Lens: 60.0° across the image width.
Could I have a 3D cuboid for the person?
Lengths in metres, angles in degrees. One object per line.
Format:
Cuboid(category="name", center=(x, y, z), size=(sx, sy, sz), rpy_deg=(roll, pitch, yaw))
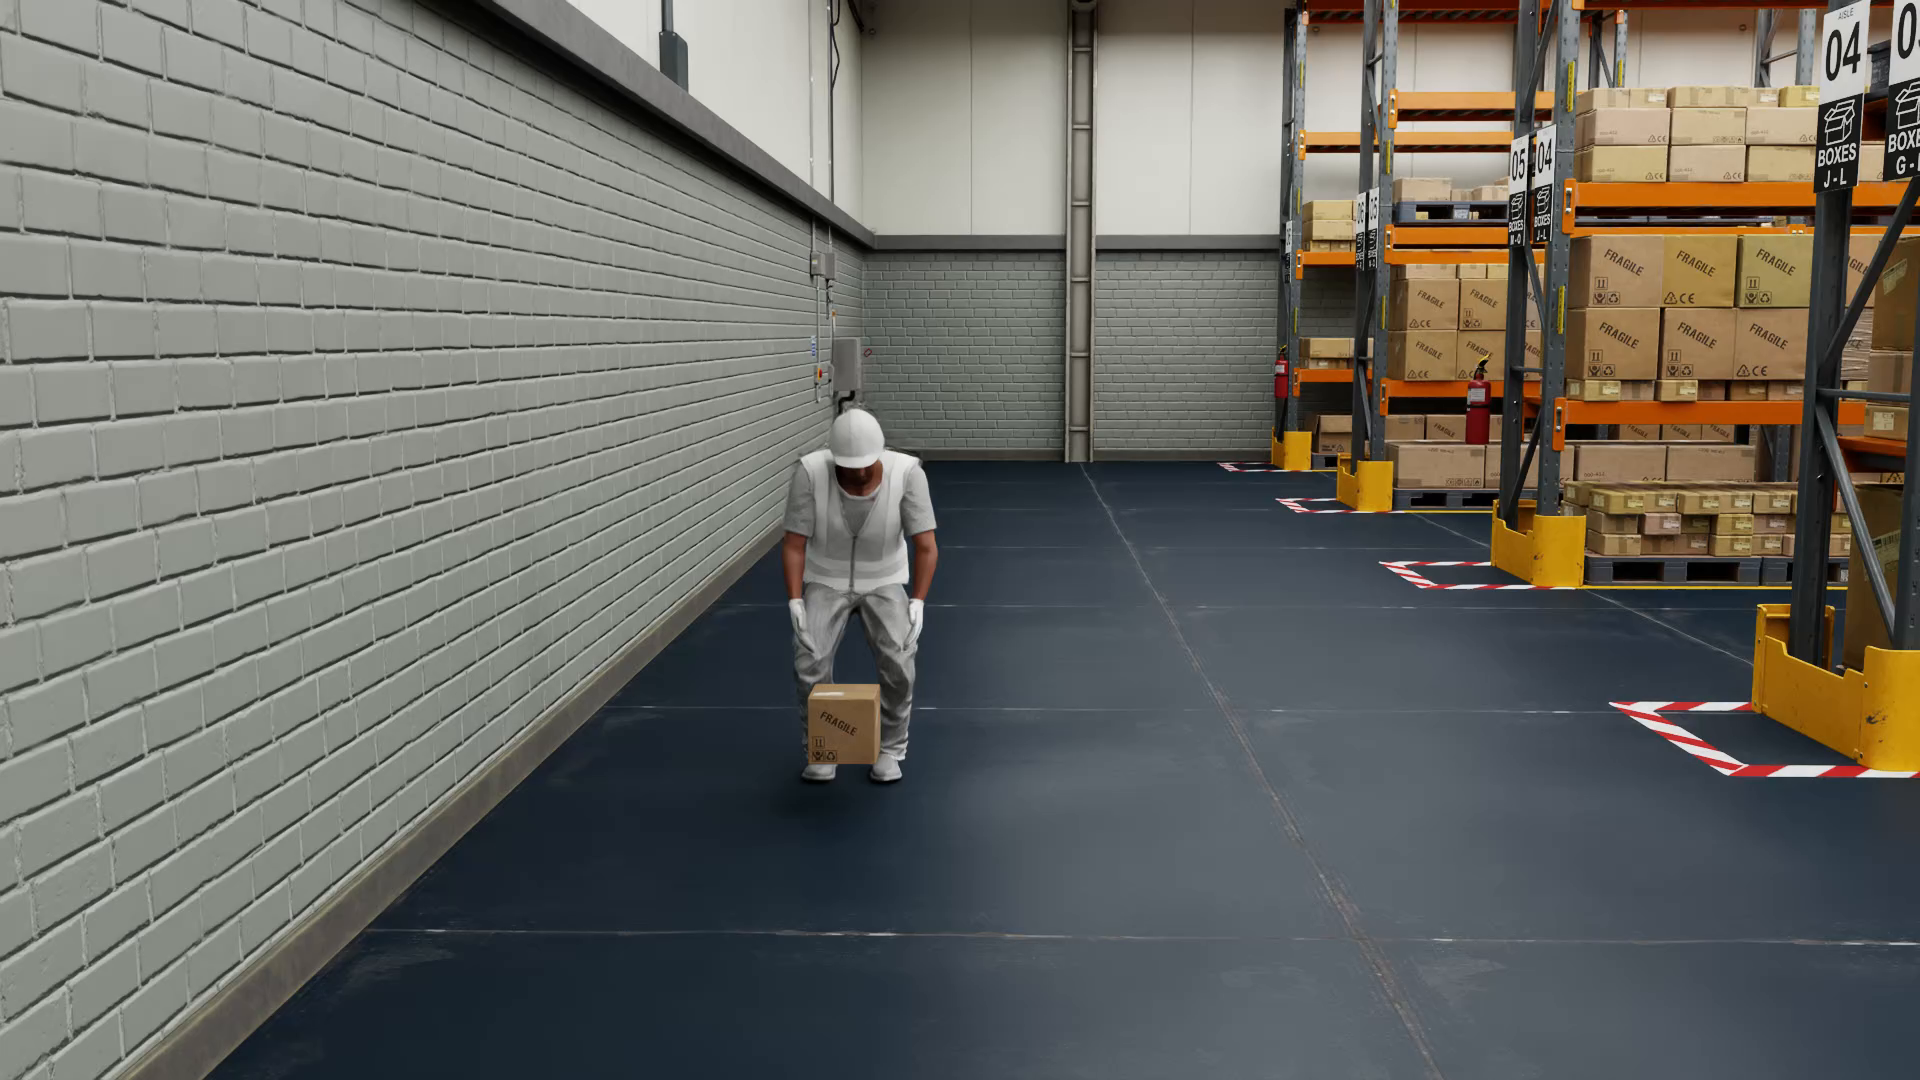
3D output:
Cuboid(category="person", center=(-0.388, 0.216, 6.609), size=(0.610, 1.498, 0.717), rpy_deg=(0, 7, 2))
